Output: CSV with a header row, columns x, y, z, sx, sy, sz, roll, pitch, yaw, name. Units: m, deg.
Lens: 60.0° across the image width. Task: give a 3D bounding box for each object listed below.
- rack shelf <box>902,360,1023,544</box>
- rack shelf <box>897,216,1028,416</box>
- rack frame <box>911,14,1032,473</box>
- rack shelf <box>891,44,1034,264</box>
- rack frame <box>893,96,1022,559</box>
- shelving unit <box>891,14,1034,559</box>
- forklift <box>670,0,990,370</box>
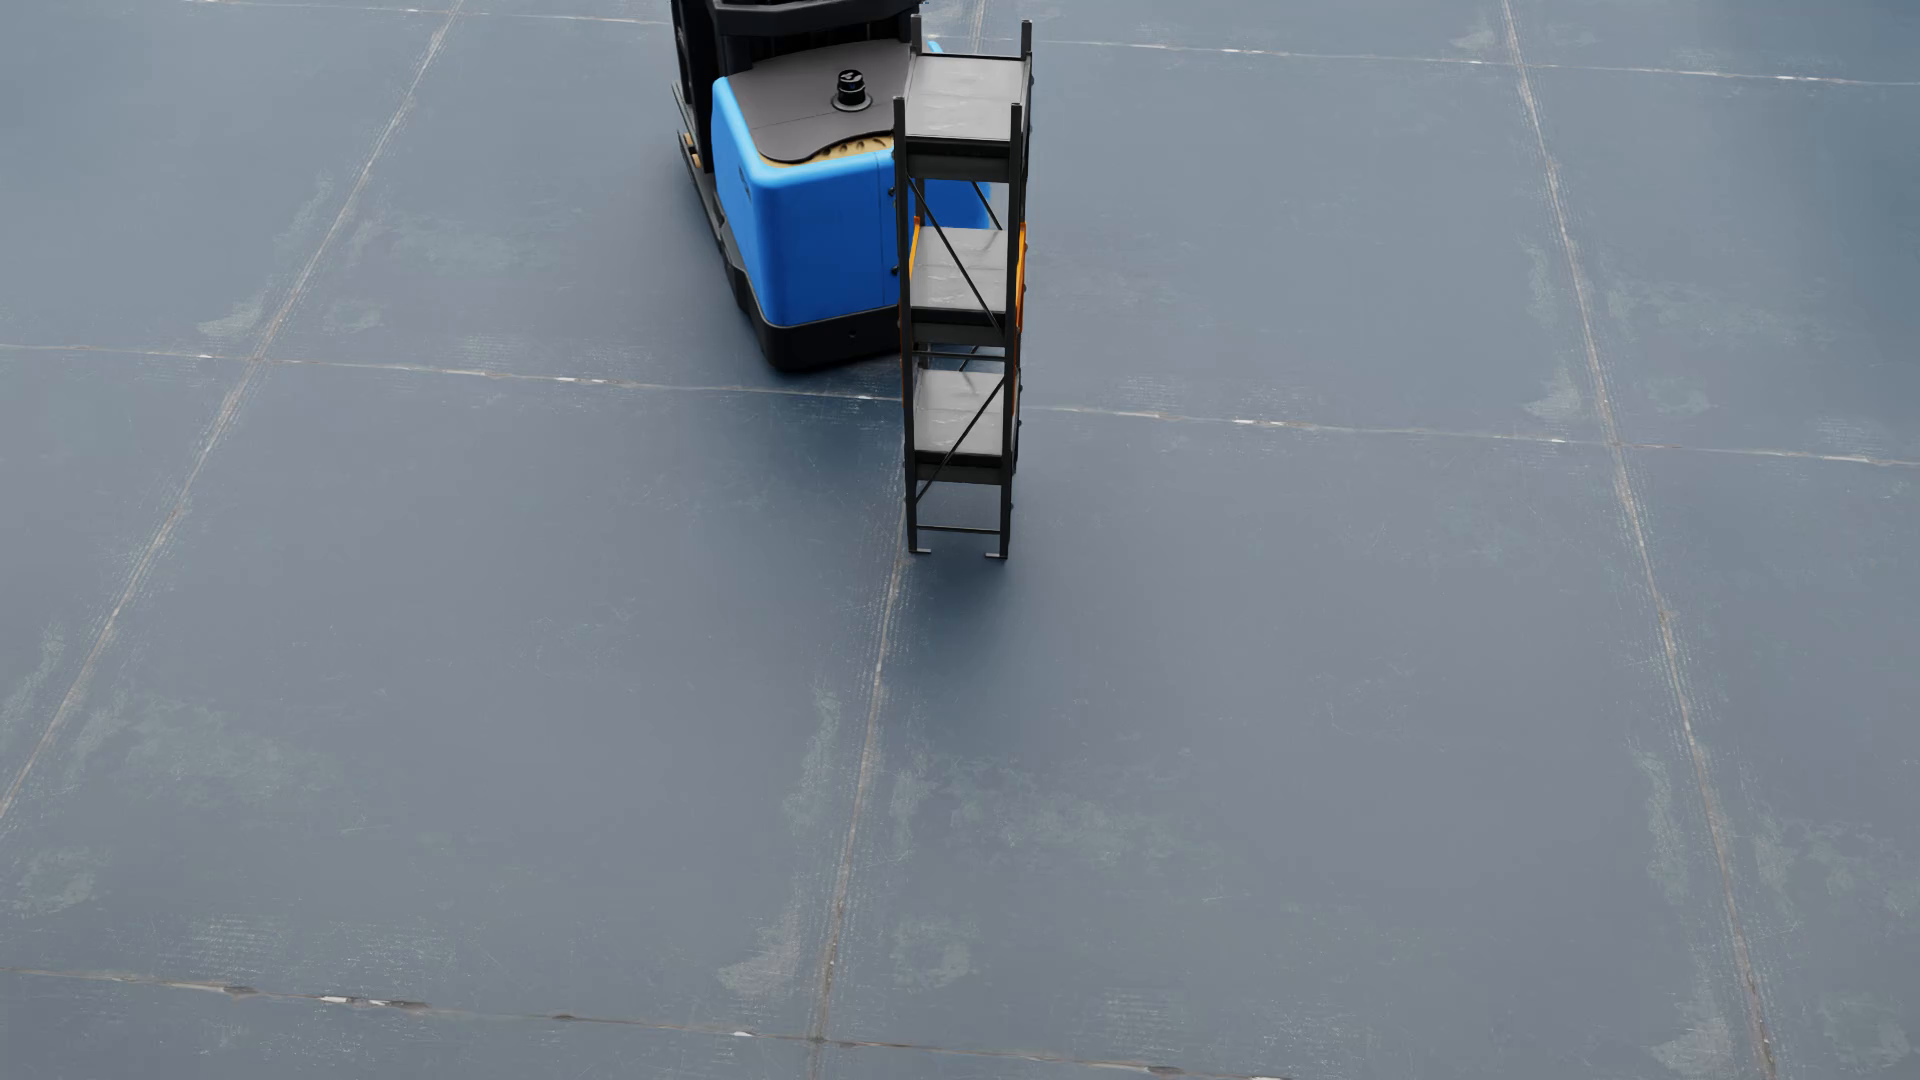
x,y,z,sx,sy,sz,roll,pitch,yaw,name
0.015,-0.349,6.613,0.431,0.518,0.480,4,48,4,rack shelf
0.015,-0.821,6.097,0.431,0.518,0.480,4,48,4,rack shelf
0.037,-1.010,6.250,0.400,2.100,0.015,4,48,4,rack frame
0.015,-1.294,5.580,0.431,0.518,0.480,4,48,4,rack shelf
-0.007,-0.651,5.922,0.400,2.100,0.015,4,48,4,rack frame
0.015,-0.830,6.086,0.431,2.100,0.503,4,48,4,shelving unit
-0.796,-2.852,7.372,1.130,2.935,3.031,-14,49,-12,forklift
